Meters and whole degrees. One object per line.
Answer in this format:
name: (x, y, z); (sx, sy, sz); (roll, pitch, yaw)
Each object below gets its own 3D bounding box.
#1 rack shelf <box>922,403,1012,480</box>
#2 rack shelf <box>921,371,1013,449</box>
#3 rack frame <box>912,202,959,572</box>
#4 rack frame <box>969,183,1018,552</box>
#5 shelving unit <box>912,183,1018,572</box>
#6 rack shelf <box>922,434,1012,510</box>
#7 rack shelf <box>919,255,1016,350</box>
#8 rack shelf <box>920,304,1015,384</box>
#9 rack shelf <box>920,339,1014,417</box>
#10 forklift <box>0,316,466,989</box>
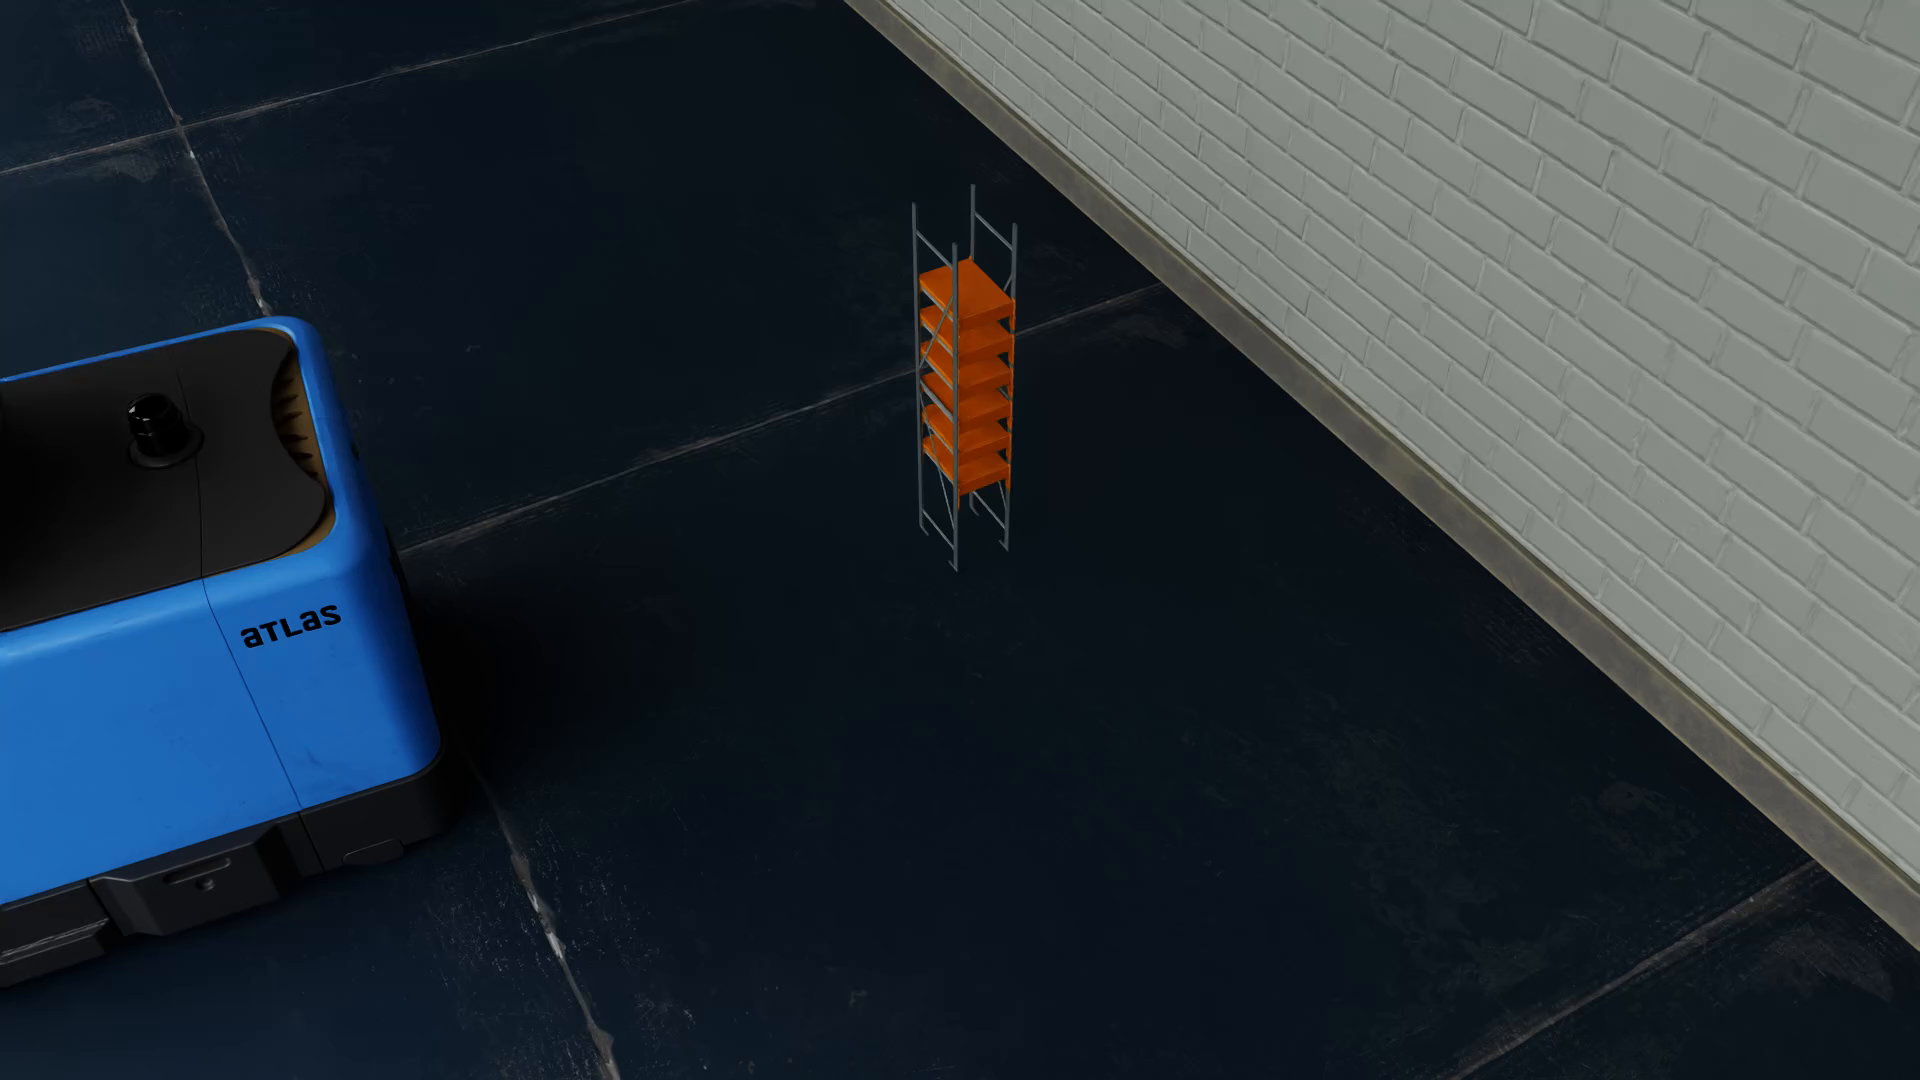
rack shelf: (0.013, -0.318, 4.952); (0.180, 0.103, 0.258); (-22, 48, -21)
rack shelf: (0.013, -0.404, 4.868); (0.180, 0.103, 0.258); (-22, 48, -21)
rack frame: (-0.067, -0.404, 4.805); (0.006, 1.200, 0.240); (-22, 48, -21)
rack frame: (0.092, -0.467, 4.870); (0.006, 1.200, 0.240); (-22, 48, -21)
shelving unit: (0.013, -0.436, 4.837); (0.189, 1.200, 0.258); (-22, 48, -21)
rack shelf: (0.013, -0.231, 5.035); (0.180, 0.103, 0.258); (-22, 48, -21)
rack shelf: (0.013, -0.662, 4.618); (0.180, 0.103, 0.258); (-22, 48, -21)
rack shelf: (0.013, -0.576, 4.701); (0.180, 0.103, 0.258); (-22, 48, -21)
rack shelf: (0.013, -0.490, 4.785); (0.180, 0.103, 0.258); (-22, 48, -21)
forklift: (-2.880, -0.168, 3.319); (3.031, 2.935, 1.130); (-17, 47, -17)
